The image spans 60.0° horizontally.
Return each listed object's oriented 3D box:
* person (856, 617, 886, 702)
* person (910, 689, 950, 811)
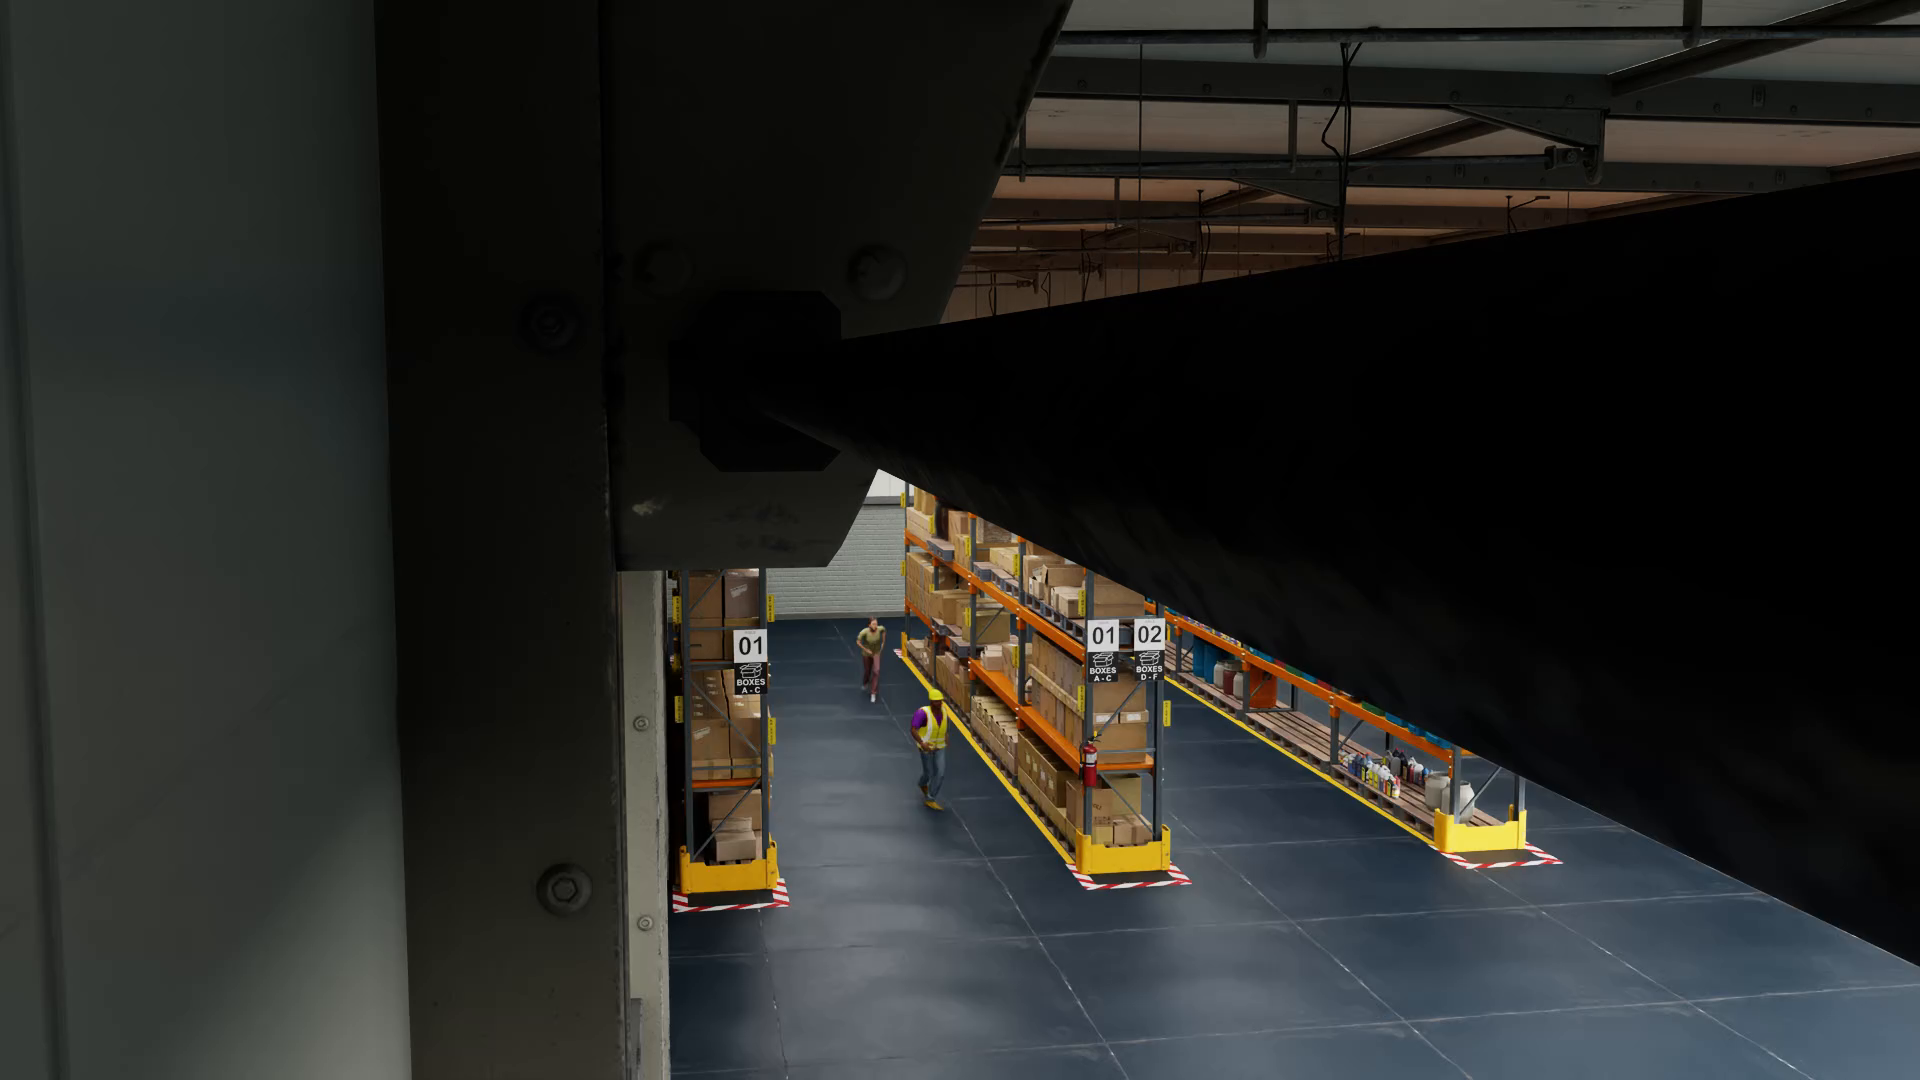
[{"bbox_3d":[-1.729,2.239,31.971,0.608,1.627,1.011,-2,6,-18],"label":"person"},{"bbox_3d":[-0.455,2.988,24.047,0.698,1.738,0.735,-3,7,-26],"label":"person"}]
